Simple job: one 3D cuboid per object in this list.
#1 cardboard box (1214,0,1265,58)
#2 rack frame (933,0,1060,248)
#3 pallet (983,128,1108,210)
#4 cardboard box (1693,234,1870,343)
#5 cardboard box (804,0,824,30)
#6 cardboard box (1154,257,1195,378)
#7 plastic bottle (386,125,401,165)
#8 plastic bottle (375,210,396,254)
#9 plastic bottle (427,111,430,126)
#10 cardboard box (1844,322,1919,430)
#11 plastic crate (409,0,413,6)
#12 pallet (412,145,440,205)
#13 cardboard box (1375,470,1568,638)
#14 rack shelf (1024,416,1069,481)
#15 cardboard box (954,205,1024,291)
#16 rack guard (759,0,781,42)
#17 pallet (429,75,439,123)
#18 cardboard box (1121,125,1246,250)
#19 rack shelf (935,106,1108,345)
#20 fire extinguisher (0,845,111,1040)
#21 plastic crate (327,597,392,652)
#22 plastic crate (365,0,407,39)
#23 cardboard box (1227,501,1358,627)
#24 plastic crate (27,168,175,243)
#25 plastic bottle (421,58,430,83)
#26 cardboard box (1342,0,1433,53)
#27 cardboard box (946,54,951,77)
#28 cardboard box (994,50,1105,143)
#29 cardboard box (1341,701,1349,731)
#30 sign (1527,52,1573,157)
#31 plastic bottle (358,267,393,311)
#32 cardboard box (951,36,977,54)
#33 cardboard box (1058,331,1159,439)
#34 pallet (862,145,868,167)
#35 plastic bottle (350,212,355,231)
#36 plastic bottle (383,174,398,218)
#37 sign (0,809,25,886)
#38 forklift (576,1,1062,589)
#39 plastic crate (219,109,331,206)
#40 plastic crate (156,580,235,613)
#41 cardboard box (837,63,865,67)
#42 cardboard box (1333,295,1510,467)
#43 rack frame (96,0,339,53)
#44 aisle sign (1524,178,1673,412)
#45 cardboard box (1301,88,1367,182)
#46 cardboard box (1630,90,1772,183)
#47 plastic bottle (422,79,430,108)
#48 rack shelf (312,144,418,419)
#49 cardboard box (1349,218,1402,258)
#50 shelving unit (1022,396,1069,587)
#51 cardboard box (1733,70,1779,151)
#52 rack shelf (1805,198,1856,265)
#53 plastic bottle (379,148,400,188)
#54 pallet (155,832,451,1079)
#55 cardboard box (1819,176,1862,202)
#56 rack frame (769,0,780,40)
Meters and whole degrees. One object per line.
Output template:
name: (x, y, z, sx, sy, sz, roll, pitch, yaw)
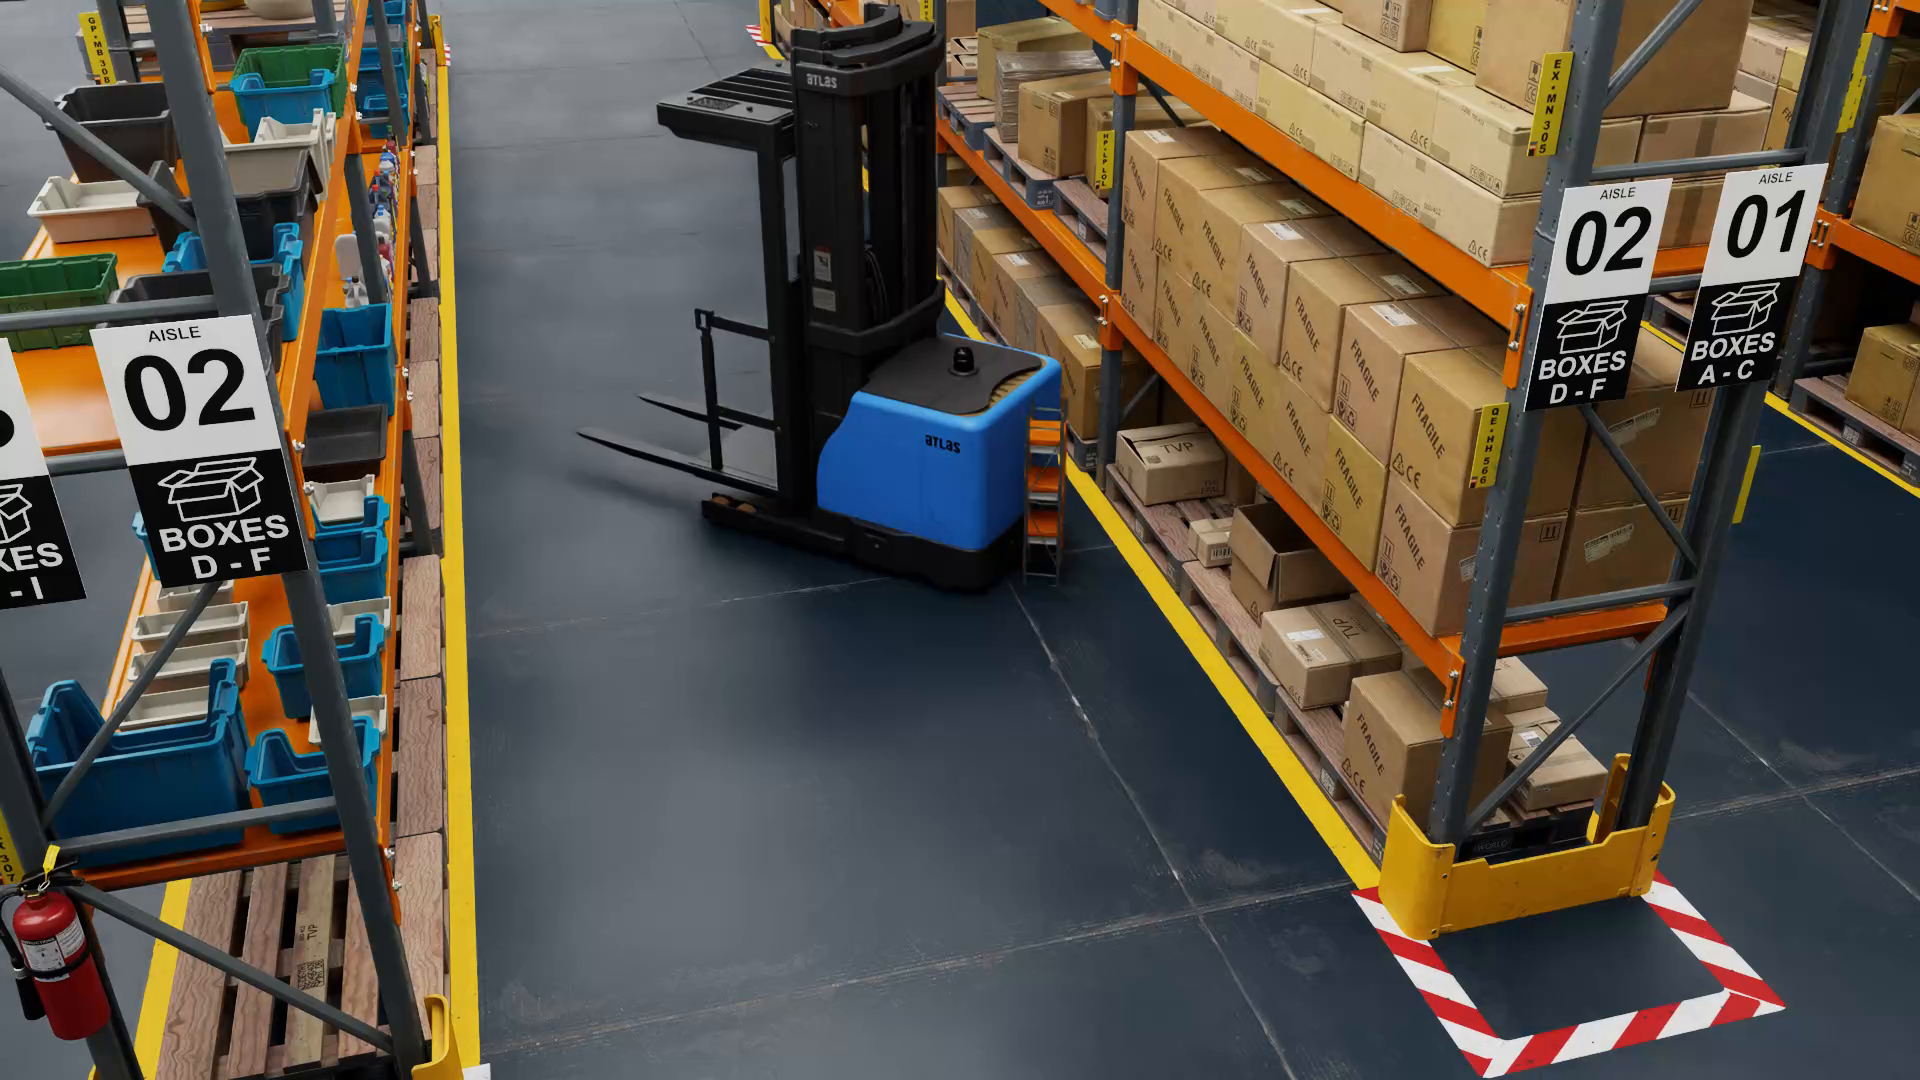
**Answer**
cardboard box: (1.486, -2.386, 7.534, 0.500, 0.250, 0.500, -8, 31, -13)
rack frame: (0.279, -3.620, 13.010, 1.000, 3.000, 0.127, -8, 31, -13)
pallet: (0.800, -2.598, 11.436, 1.003, 0.211, 1.213, -8, 31, -13)
cardboard box: (5.818, -1.897, 11.759, 0.750, 0.750, 0.750, -7, 31, -13)
cardboard box: (-1.374, -5.547, 17.916, 0.500, 0.500, 0.500, -8, 31, -13)
cardboard box: (1.353, -1.202, 8.733, 0.500, 0.500, 0.500, -7, 31, -12)
plastic bottle: (-3.979, -2.774, 11.665, 0.061, 0.283, 0.133, -8, 31, -13)
plastic bottle: (-3.503, -1.869, 10.113, 0.097, 0.271, 0.097, 0, 30, 0)
plastic bottle: (-5.248, -4.136, 16.255, 0.097, 0.201, 0.097, 0, 30, 0)
cardboard box: (6.216, -1.074, 10.687, 0.700, 0.500, 0.500, -7, 31, -13)
plastic crate: (-5.575, -5.138, 15.695, 0.767, 0.338, 0.504, -8, 31, -13)
pallet: (-5.313, -3.314, 15.265, 1.003, 0.211, 1.213, -8, 31, -13)
cardboard box: (2.021, 0.020, 6.621, 0.500, 0.500, 0.500, -7, 31, -12)
rack shelf: (0.469, -0.495, 9.012, 0.215, 0.259, 0.240, 4, 30, 7)
cardboard box: (0.269, -2.219, 12.645, 0.500, 0.500, 0.500, -9, 31, -15)
rack guard: (-1.850, -6.414, 20.332, 1.175, 0.500, 0.348, -8, 31, -13)
pallet: (-6.025, -4.609, 17.501, 1.003, 0.211, 1.213, -8, 31, -13)
cardboard box: (1.195, -1.899, 8.939, 0.500, 0.500, 0.500, -7, 31, -12)
rack shelf: (0.810, -2.343, 11.521, 1.077, 0.370, 4.000, -8, 31, -13)
fire extinguisher: (-2.772, 1.229, 5.082, 0.296, 0.674, 0.183, -8, 31, -13)
plastic crate: (-2.307, 0.332, 6.385, 0.250, 0.136, 0.298, -8, 31, -13)
plastic crate: (-4.966, -4.397, 14.368, 0.392, 0.384, 0.575, -8, 31, -13)
cardboard box: (1.845, 0.109, 8.621, 0.797, 0.503, 0.637, -8, 31, -13)
plastic crate: (-3.162, -1.249, 6.182, 0.437, 0.136, 0.530, -8, 31, -13)
plastic bottle: (-5.662, -4.959, 17.596, 0.061, 0.283, 0.133, -7, 31, -12)
cardboard box: (1.964, -2.256, 6.562, 0.700, 0.500, 0.500, -8, 31, -13)
cardboard box: (-0.226, -3.909, 13.760, 0.380, 0.149, 0.250, -8, 31, -13)
cardboard box: (0.614, -3.089, 11.573, 0.700, 0.500, 0.500, -2, 30, -4)
cardboard box: (2.000, 0.842, 7.690, 0.380, 0.166, 0.250, -8, 31, -13)
sign: (1.862, -1.374, 5.251, 0.100, 0.325, 0.005, -8, 31, -13)
plastic bottle: (-3.288, -1.429, 9.348, 0.152, 0.276, 0.135, -8, 31, -13)
cardboard box: (0.229, -4.039, 13.823, 0.500, 0.311, 0.500, -8, 31, -14)
cardboard box: (0.934, -0.997, 10.534, 0.500, 0.500, 0.500, -8, 31, -14)
pallet: (-0.549, -3.995, 16.440, 1.003, 0.211, 1.213, -8, 31, -13)
plastic bottle: (-3.694, -1.944, 10.242, 0.097, 0.271, 0.097, 0, 30, 0)
plastic bottle: (-3.675, -2.222, 10.711, 0.061, 0.283, 0.133, -8, 31, -13)
sign: (-2.900, 0.911, 5.019, 0.100, 0.325, 0.005, -8, 31, -13)
forklift: (-0.946, -1.524, 9.458, 3.031, 2.935, 1.130, 16, 34, 26)
plastic crate: (-2.665, -1.458, 6.398, 0.437, 0.282, 0.530, -8, 31, -13)
plastic crate: (-3.022, 0.205, 6.604, 0.298, 0.136, 0.250, -8, 31, -13)
cardboard box: (-0.913, -4.554, 16.389, 0.500, 0.311, 0.500, -8, 31, -13)
cardboard box: (1.885, -0.655, 6.789, 0.500, 0.500, 0.500, -7, 31, -12)
rack frame: (-3.436, -3.628, 7.035, 1.000, 3.000, 0.127, -8, 31, -13)
aisle sign: (2.125, -0.808, 5.556, 0.394, 0.787, 0.004, -8, 31, -13)
cardboard box: (1.745, -1.685, 6.823, 0.500, 0.250, 0.500, -8, 31, -13)
cardboard box: (2.517, -1.489, 5.984, 0.500, 0.250, 0.500, -8, 31, -13)
plastic bottle: (-5.427, -4.531, 16.857, 0.061, 0.283, 0.133, -6, 31, -11)
rack shelf: (-3.967, -1.686, 10.387, 1.077, 0.370, 4.000, -8, 31, -13)
cardboard box: (2.129, -1.221, 7.767, 0.500, 0.500, 0.500, -8, 31, -14)
shelving unit: (0.469, -0.259, 9.149, 0.215, 1.050, 0.252, 4, 30, 7)
cardboard box: (5.606, -2.964, 11.459, 0.500, 0.500, 0.500, -8, 31, -13)
rack shelf: (5.585, -3.003, 12.662, 1.077, 0.370, 4.000, -8, 31, -13)
plastic bottle: (-3.853, -2.505, 11.212, 0.097, 0.271, 0.097, 0, 30, 0)
pallet: (-2.555, 1.704, 6.595, 1.003, 0.211, 1.213, -8, 31, -13)
cardboard box: (5.753, -2.374, 11.088, 0.380, 0.149, 0.250, -8, 31, -13)
rack frame: (-1.844, -7.484, 19.685, 1.000, 3.000, 0.127, -8, 31, -13)
